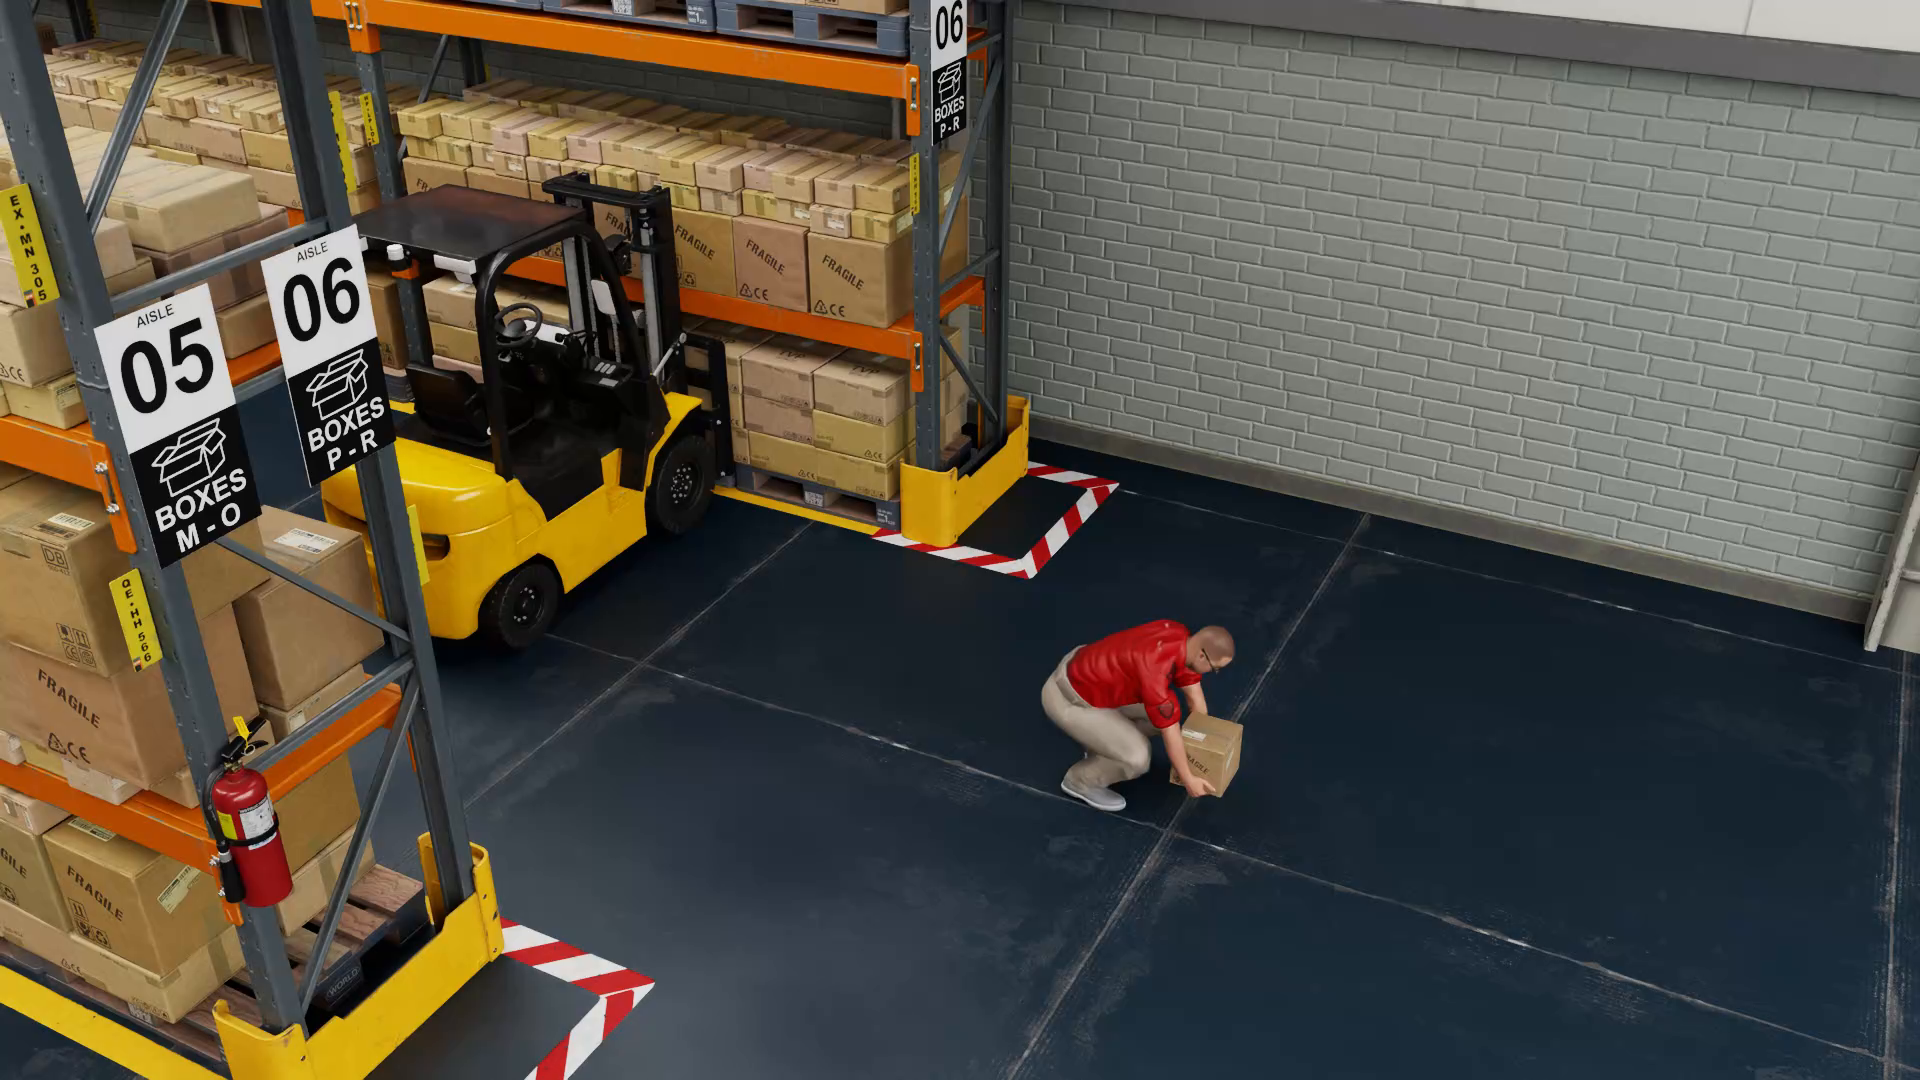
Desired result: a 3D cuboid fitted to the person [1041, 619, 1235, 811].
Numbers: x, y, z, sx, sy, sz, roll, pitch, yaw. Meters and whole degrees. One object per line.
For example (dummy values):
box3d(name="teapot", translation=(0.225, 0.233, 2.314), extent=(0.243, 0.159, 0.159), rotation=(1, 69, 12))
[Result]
box3d(name="person", translation=(0.831, 0.771, 7.724), extent=(0.890, 0.987, 0.533), rotation=(13, 33, 22))
